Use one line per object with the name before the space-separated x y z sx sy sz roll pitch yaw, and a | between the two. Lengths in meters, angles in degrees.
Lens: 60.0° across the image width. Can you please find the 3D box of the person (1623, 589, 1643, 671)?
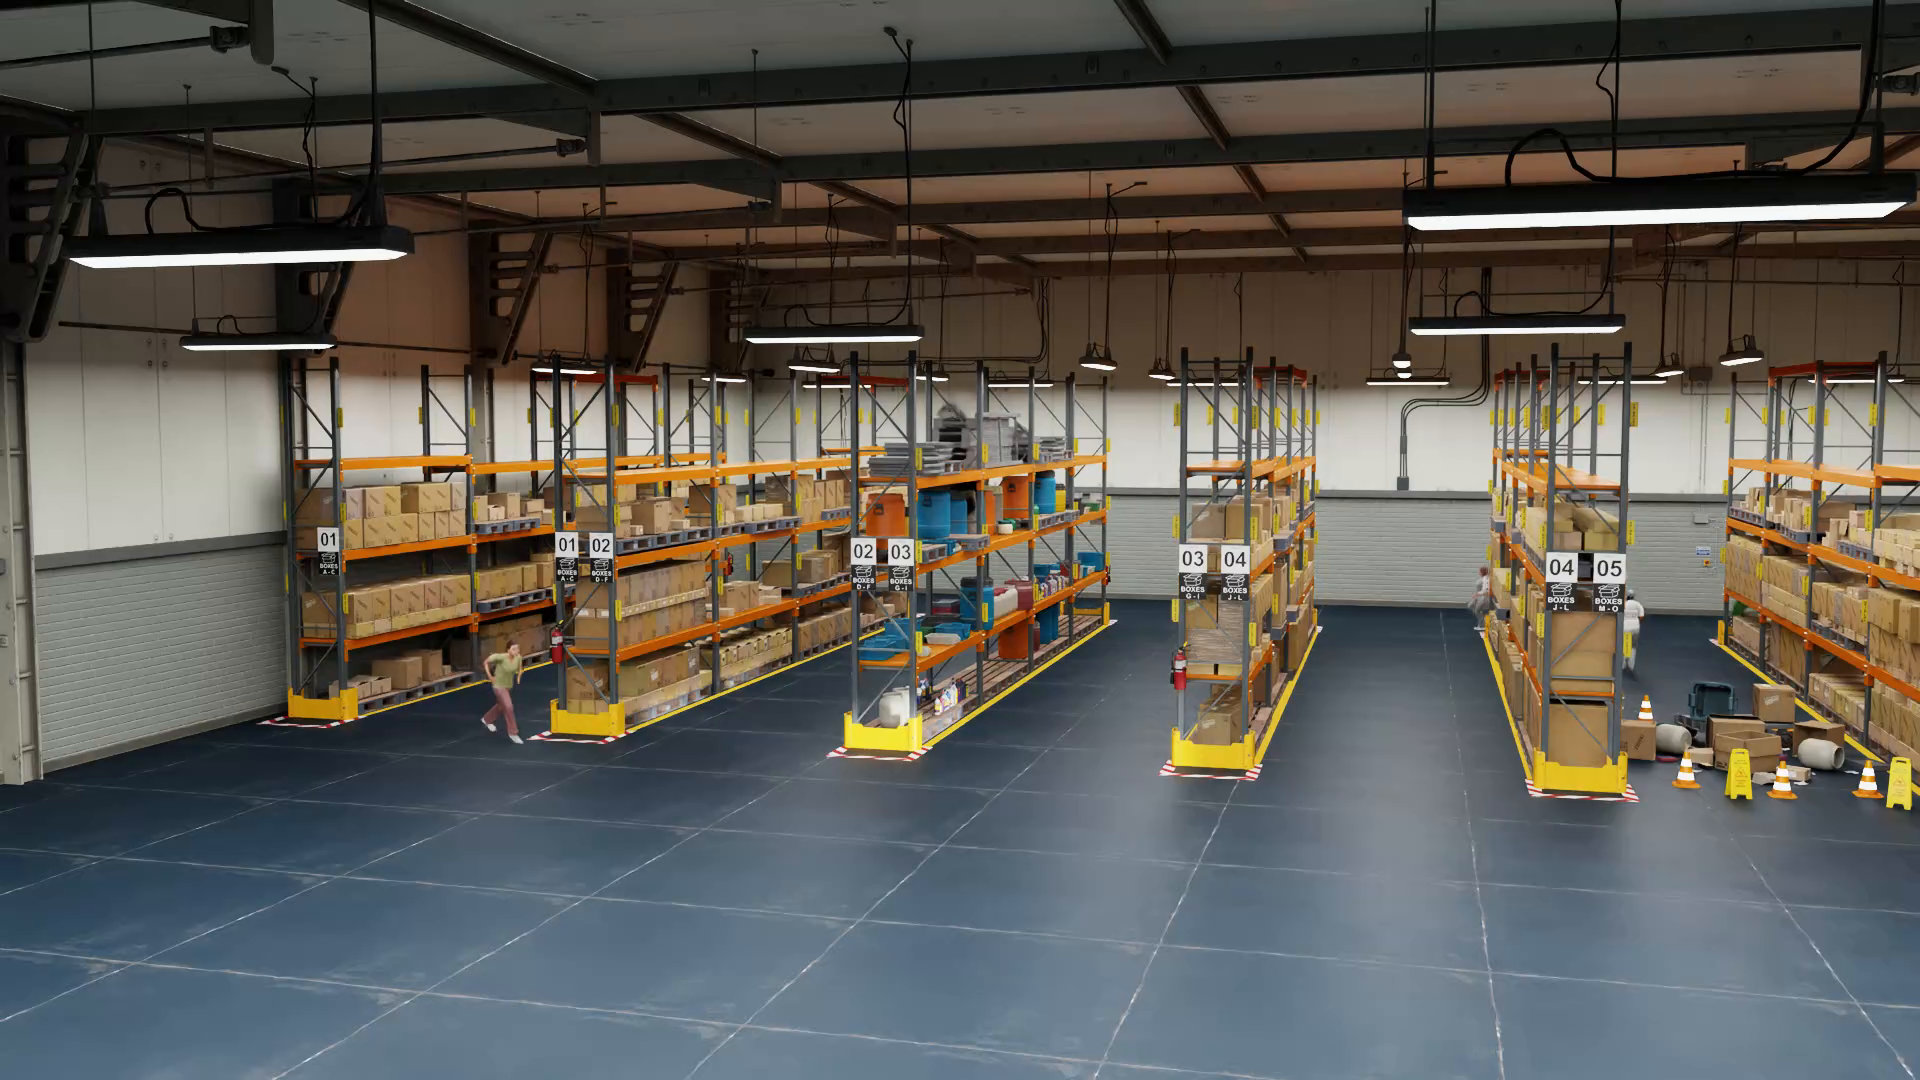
person | 13.210 1.773 32.889 0.561 1.620 0.667 1 4 11

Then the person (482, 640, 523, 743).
person | -7.148 2.329 25.856 1.003 1.625 0.615 4 6 44

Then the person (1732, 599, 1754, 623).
person | 17.895 1.342 37.926 0.863 1.771 0.657 0 4 5

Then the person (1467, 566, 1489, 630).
person | 12.185 1.381 39.019 0.507 1.509 0.560 0 4 3
